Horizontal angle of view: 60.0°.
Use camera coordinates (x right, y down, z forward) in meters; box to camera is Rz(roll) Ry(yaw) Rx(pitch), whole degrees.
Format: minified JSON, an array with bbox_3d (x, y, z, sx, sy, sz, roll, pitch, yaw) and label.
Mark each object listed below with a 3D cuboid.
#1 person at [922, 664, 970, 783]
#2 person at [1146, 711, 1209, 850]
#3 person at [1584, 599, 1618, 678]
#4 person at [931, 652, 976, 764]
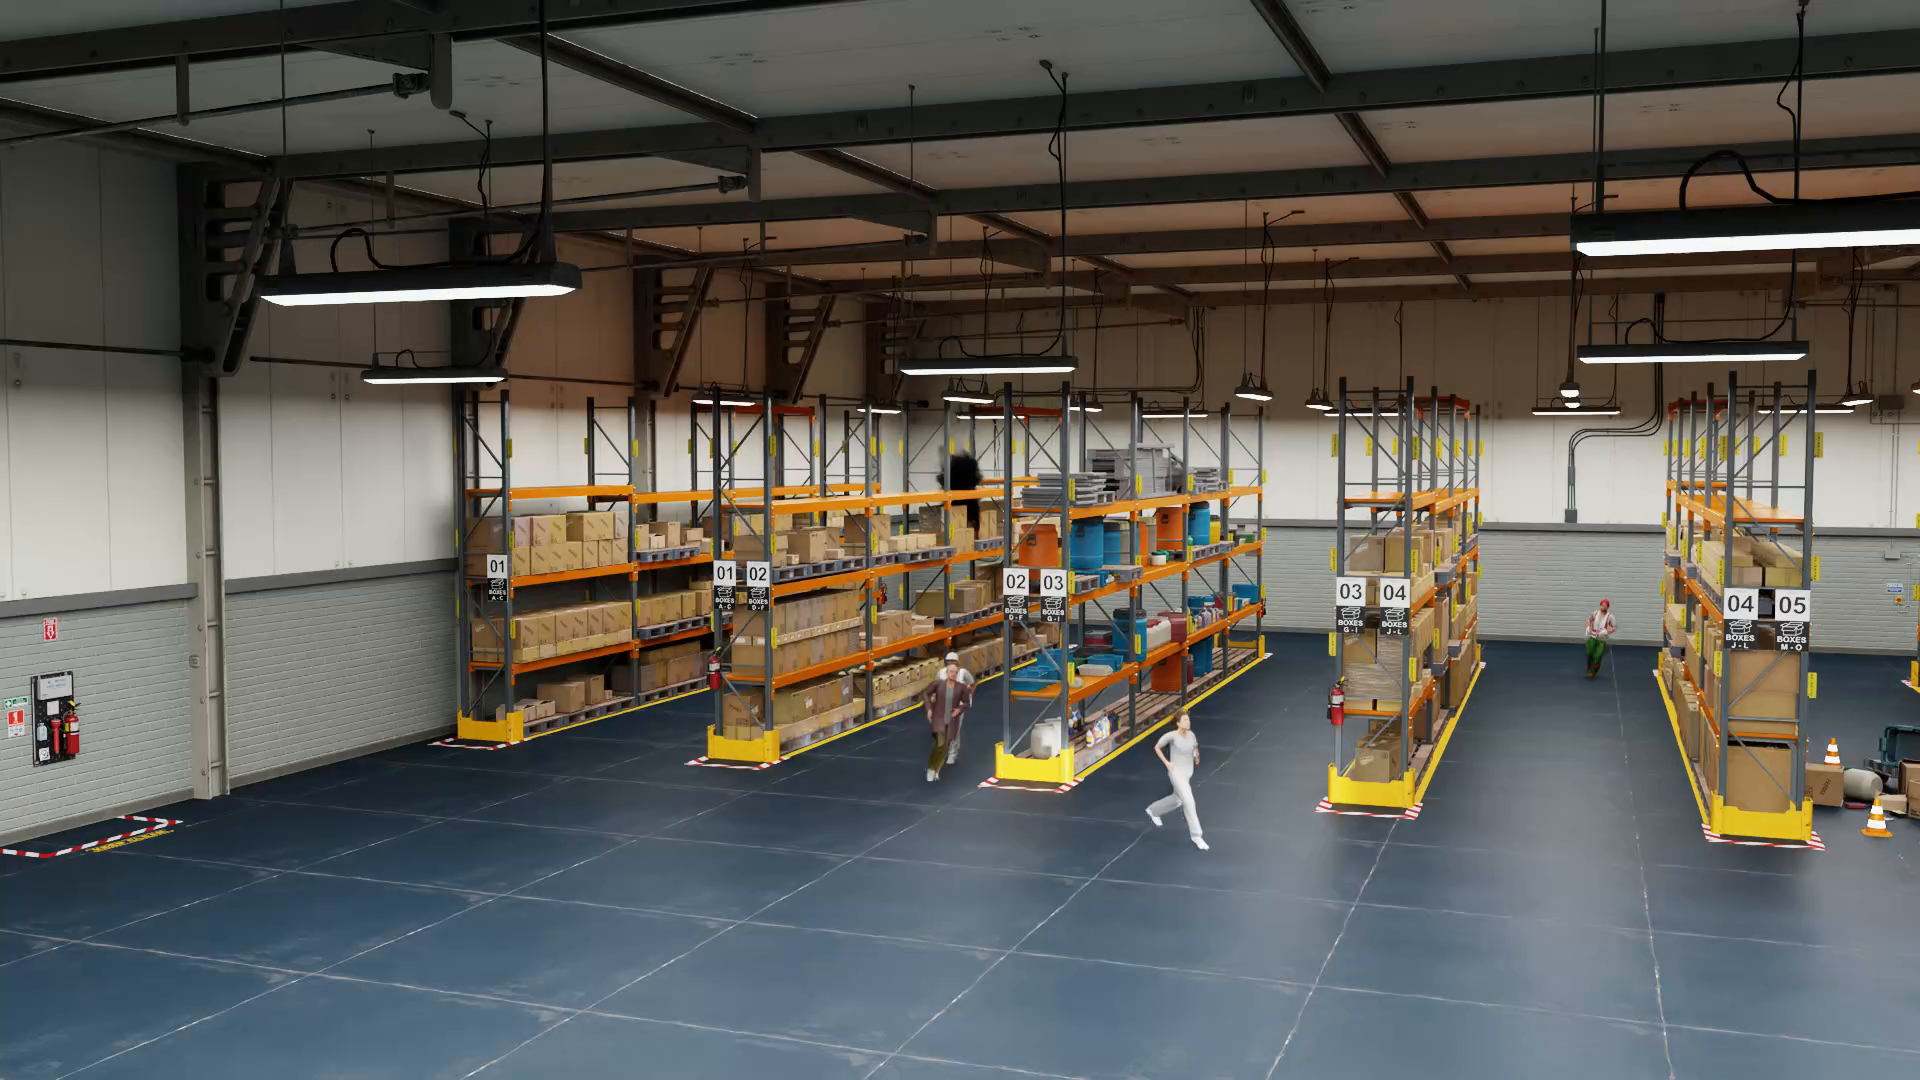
[{"bbox_3d":[-0.189,2.759,25.044,0.686,1.766,0.688,-1,3,-14],"label":"person"},{"bbox_3d":[2.793,3.006,21.178,0.534,1.684,1.109,-3,4,-43],"label":"person"},{"bbox_3d":[13.877,2.143,36.029,0.688,1.732,0.566,2,4,34],"label":"person"},{"bbox_3d":[-0.088,2.660,26.631,0.672,1.753,0.861,1,3,16],"label":"person"}]
